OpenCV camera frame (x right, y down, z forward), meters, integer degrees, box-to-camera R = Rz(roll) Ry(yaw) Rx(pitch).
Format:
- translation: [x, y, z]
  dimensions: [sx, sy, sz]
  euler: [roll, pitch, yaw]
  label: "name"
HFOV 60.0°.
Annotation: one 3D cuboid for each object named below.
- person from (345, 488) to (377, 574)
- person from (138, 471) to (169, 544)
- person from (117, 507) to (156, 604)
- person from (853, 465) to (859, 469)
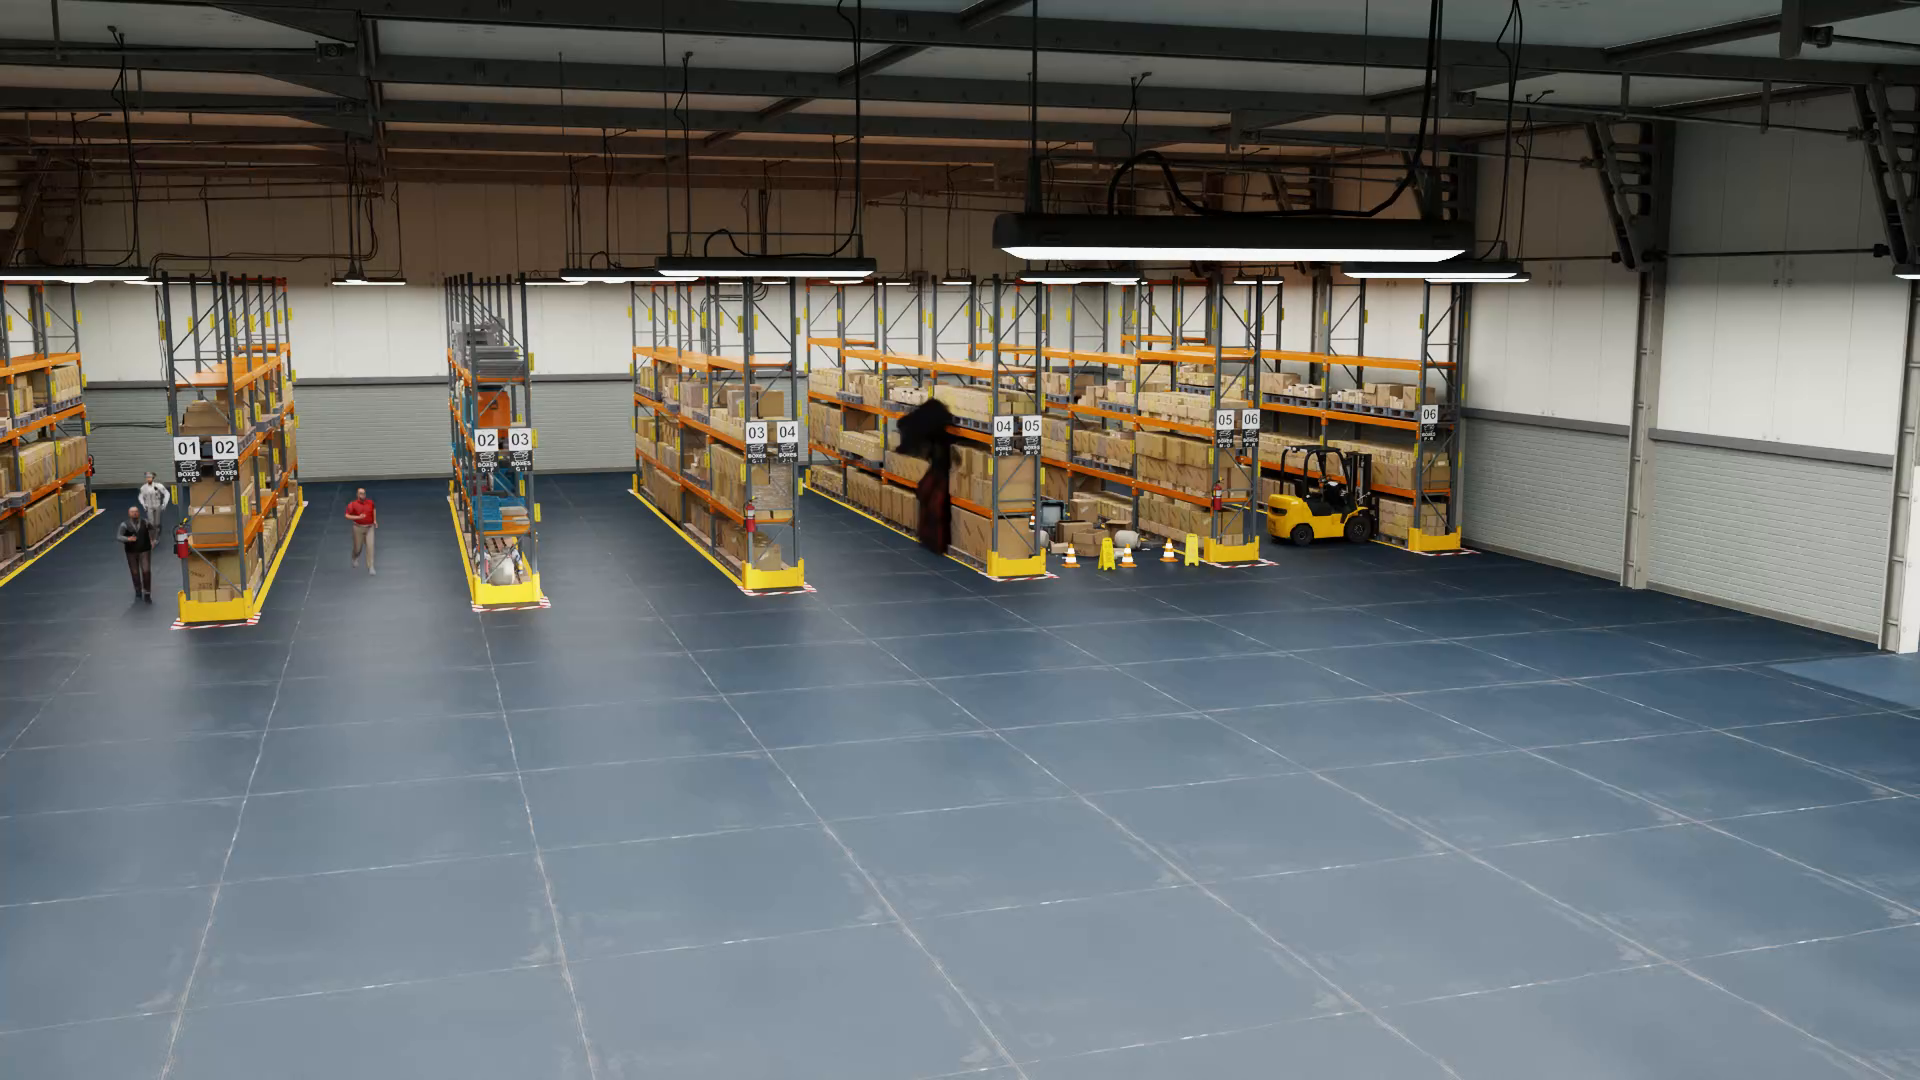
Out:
- translation: [-12.075, -0.199, 33.595]
  dimensions: [0.679, 1.714, 0.926]
  euler: [-7, 11, -39]
  label: "person"
- translation: [-18.166, -0.732, 37.481]
  dimensions: [0.632, 1.662, 0.600]
  euler: [-2, 9, -13]
  label: "person"
- translation: [-15.136, 0.264, 30.609]
  dimensions: [0.642, 1.775, 0.791]
  euler: [-4, 9, -24]
  label: "person"
- translation: [-2.957, -2.606, 49.716]
  dimensions: [0.905, 1.685, 0.668]
  euler: [3, 9, 21]
  label: "person"
